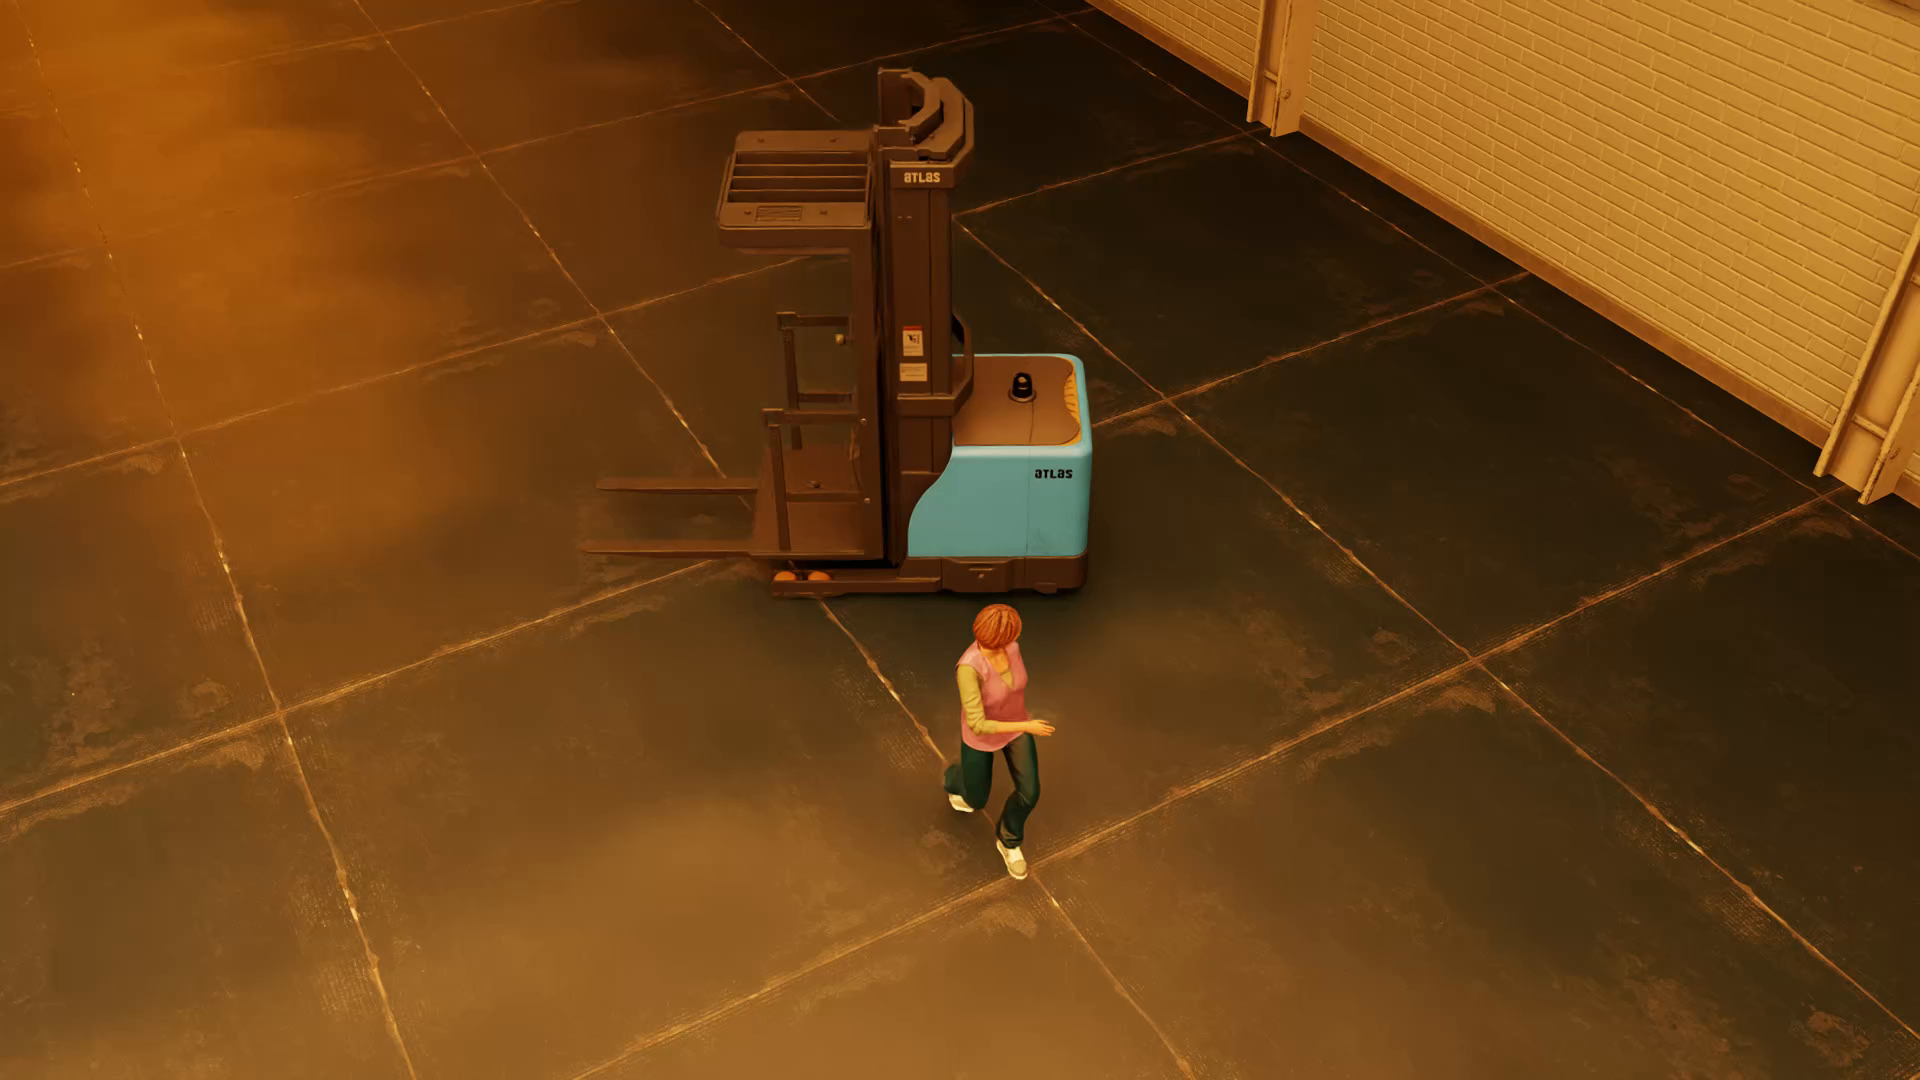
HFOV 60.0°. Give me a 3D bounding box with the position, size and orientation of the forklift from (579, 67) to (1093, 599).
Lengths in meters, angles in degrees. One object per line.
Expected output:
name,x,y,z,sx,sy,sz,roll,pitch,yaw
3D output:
forklift,-0.759,-1.115,9.380,3.031,2.935,1.130,0,40,0

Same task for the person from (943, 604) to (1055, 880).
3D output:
person,0.175,0.906,8.068,0.466,1.523,0.719,-19,43,-21
